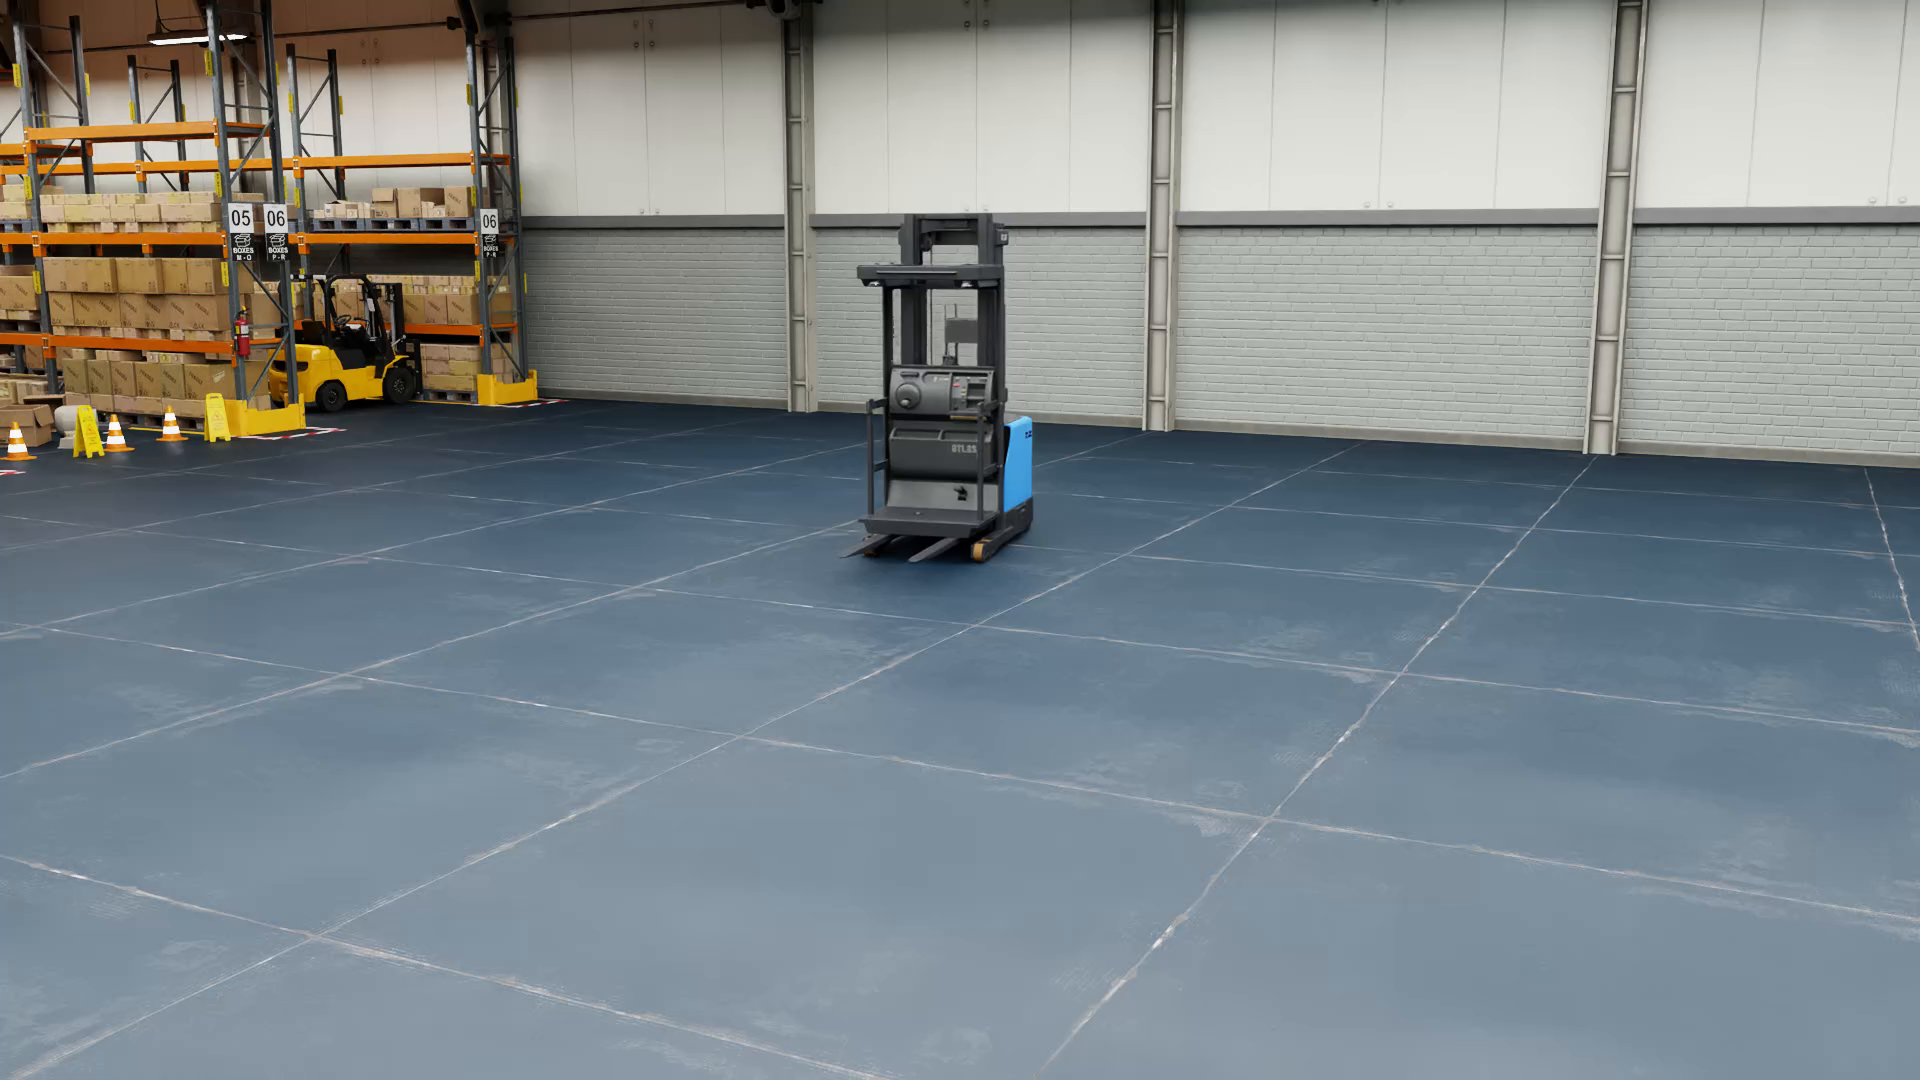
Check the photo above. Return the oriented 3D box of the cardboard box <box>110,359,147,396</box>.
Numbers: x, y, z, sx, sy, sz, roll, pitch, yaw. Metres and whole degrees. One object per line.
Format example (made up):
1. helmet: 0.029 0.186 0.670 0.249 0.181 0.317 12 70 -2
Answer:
1. cardboard box: -12.087 -2.391 24.454 0.500 0.500 0.500 6 12 29

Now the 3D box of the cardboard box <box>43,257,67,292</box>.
1. cardboard box: -13.148 -3.958 24.751 0.500 0.500 0.700 5 11 25

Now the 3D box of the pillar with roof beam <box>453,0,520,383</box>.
1. pillar with roof beam: -9.797 -6.280 24.664 0.548 9.000 9.100 5 11 26

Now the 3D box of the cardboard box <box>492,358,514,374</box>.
1. cardboard box: -7.996 -2.987 28.449 0.500 0.250 0.500 5 12 27

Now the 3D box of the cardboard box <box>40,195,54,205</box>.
1. cardboard box: -13.308 -5.007 24.517 0.250 0.149 0.380 5 11 25

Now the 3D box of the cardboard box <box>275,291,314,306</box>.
1. cardboard box: -11.807 -4.302 29.597 0.500 0.250 0.500 5 11 25

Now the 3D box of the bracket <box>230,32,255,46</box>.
1. bracket: -13.058 -9.123 30.261 0.430 0.232 0.235 5 11 26

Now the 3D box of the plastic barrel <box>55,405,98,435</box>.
1. plastic barrel: -12.382 -1.677 23.309 0.512 0.421 0.421 -4 11 -23

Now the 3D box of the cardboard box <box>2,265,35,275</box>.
1. cardboard box: -14.732 -4.223 26.027 0.250 0.149 0.380 6 12 29

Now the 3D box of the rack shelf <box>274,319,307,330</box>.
1. rack shelf: -13.047 -3.936 30.575 4.000 0.370 1.077 5 11 26

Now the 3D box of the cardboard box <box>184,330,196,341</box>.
1. cardboard box: -10.786 -2.922 23.656 0.250 0.149 0.380 5 11 25

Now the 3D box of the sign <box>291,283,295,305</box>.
1. sign: -9.619 -3.537 23.918 0.005 0.325 0.100 5 11 26

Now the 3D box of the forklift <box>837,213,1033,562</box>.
1. forklift: -0.222 -1.331 14.354 1.130 2.935 3.031 3 11 17

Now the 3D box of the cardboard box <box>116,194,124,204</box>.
1. cardboard box: -11.878 -4.898 23.913 0.250 0.149 0.380 5 12 27

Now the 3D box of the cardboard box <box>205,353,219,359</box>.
1. cardboard box: -13.698 -3.384 30.995 0.625 0.625 0.875 5 12 28

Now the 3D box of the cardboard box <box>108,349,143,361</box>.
1. cardboard box: -12.247 -2.711 24.402 0.250 0.149 0.380 6 12 29

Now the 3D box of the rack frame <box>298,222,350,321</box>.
1. rack frame: -11.254 -4.132 29.640 0.127 3.000 1.000 5 11 26

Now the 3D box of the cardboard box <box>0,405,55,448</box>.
1. cardboard box: -12.555 -1.530 22.270 0.637 0.503 0.797 -2 11 -14

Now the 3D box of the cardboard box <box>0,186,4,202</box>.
1. cardboard box: -14.947 -5.296 25.487 0.500 0.250 0.500 5 12 27

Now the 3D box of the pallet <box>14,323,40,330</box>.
1. pallet: -15.240 -3.411 26.191 1.213 0.211 1.003 5 11 26

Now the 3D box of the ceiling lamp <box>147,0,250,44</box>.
1. ceiling lamp: -12.102 -9.595 26.586 2.000 3.185 0.800 5 11 26

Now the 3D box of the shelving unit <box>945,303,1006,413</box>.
1. shelving unit: 0.149 -1.230 16.127 0.503 2.100 0.431 3 10 16

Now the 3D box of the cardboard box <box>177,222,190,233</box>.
1. cardboard box: -10.764 -4.401 23.406 0.250 0.149 0.380 5 12 28

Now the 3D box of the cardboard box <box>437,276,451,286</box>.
1. cardboard box: -8.562 -4.357 27.945 0.250 0.149 0.380 5 12 27

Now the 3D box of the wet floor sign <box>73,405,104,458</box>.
1. wet floor sign: -11.057 -1.381 21.049 0.232 0.644 0.267 3 11 16

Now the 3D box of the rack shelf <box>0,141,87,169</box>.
1. rack shelf: -15.240 -5.898 25.694 4.000 0.370 1.077 5 11 26

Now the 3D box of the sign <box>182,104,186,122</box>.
1. sign: -14.598 -8.026 31.241 0.005 0.325 0.100 5 11 26

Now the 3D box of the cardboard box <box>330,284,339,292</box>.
1. cardboard box: -10.851 -4.413 29.091 0.250 0.149 0.380 5 12 27

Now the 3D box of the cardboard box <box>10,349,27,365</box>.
1. cardboard box: -18.916 -3.736 33.822 0.500 0.311 0.500 5 12 28

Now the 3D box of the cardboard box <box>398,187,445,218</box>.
1. cardboard box: -9.045 -5.691 28.088 0.500 0.500 0.700 5 11 26

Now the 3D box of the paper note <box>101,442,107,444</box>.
1. paper note: -11.588 -1.320 22.436 0.142 0.019 0.148 1 10 6

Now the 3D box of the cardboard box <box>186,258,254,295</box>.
1. cardboard box: -10.414 -3.717 23.422 0.500 0.500 0.700 5 11 24

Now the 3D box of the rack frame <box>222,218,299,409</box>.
1. rack frame: -9.859 -3.024 23.517 0.127 3.000 1.000 5 11 26

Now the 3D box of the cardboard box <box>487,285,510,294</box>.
1. cardboard box: -7.856 -4.254 28.208 0.250 0.149 0.380 5 11 24

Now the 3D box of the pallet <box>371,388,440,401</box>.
1. pallet: -9.461 -2.595 28.975 1.213 0.211 1.003 5 11 26

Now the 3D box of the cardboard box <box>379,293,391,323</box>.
1. cardboard box: -9.600 -3.984 28.538 0.500 0.500 0.500 5 11 26

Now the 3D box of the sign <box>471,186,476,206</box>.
1. sign: -7.919 -5.604 27.087 0.005 0.325 0.100 5 11 26

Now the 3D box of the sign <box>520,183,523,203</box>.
1. sign: -7.415 -5.850 28.034 0.005 0.325 0.100 5 11 26

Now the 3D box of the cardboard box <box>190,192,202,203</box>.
1. cardboard box: -10.508 -4.775 23.234 0.250 0.149 0.380 5 12 27

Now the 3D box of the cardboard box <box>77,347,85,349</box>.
1. cardboard box: -16.704 -3.543 32.224 0.500 0.500 0.500 5 11 24

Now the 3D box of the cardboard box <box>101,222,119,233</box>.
1. cardboard box: -12.158 -4.512 24.023 0.250 0.149 0.380 5 11 25

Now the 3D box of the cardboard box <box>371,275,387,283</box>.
1. cardboard box: -9.909 -4.486 28.655 0.250 0.149 0.380 5 11 26

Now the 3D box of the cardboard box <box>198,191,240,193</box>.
1. cardboard box: -13.386 -6.052 30.086 0.500 0.500 0.500 5 12 27

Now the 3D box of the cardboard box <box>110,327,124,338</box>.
1. cardboard box: -12.163 -3.037 24.295 0.250 0.149 0.380 5 11 26

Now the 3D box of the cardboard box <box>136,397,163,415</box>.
1. cardboard box: -11.636 -1.981 24.294 0.500 0.250 0.500 5 11 24

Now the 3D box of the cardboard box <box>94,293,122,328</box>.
1. cardboard box: -12.270 -3.378 24.357 0.500 0.500 0.500 5 11 25

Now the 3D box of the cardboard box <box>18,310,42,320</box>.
1. cardboard box: -14.030 -3.419 25.224 0.250 0.149 0.380 5 11 27

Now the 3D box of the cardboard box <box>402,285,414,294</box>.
1. cardboard box: -9.263 -4.265 28.272 0.250 0.149 0.380 5 11 26

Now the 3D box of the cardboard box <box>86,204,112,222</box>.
1. cardboard box: -12.263 -4.729 24.099 0.500 0.250 0.500 5 11 26

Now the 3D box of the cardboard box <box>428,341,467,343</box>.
1. cardboard box: -8.907 -3.311 28.835 0.500 0.250 0.500 5 11 25

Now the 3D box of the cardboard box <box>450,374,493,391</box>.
1. cardboard box: -8.228 -2.657 28.032 0.500 0.250 0.500 5 11 26

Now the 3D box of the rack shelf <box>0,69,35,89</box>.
1. rack shelf: -20.221 -9.154 33.228 4.000 0.370 1.077 5 11 26

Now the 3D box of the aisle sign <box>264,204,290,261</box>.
1. aisle sign: -9.667 -4.348 23.532 0.004 0.787 0.394 5 11 26
